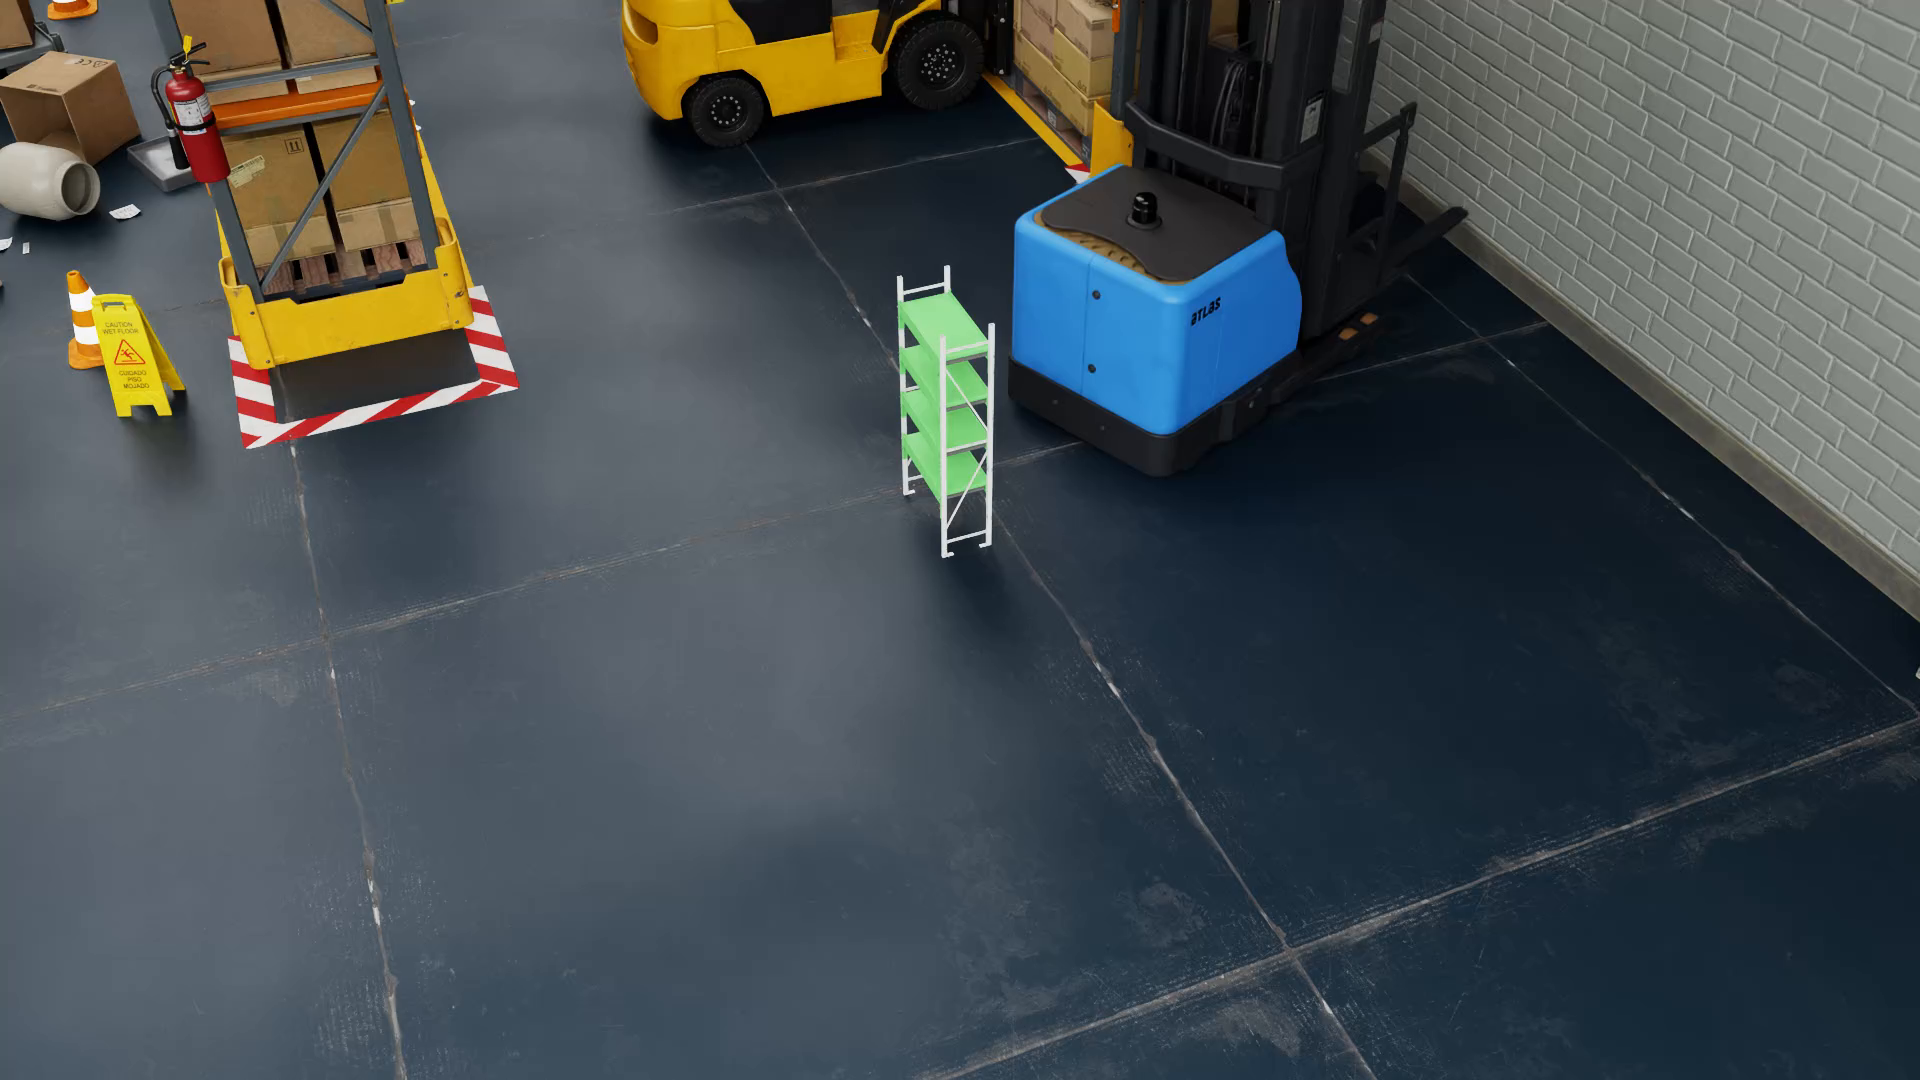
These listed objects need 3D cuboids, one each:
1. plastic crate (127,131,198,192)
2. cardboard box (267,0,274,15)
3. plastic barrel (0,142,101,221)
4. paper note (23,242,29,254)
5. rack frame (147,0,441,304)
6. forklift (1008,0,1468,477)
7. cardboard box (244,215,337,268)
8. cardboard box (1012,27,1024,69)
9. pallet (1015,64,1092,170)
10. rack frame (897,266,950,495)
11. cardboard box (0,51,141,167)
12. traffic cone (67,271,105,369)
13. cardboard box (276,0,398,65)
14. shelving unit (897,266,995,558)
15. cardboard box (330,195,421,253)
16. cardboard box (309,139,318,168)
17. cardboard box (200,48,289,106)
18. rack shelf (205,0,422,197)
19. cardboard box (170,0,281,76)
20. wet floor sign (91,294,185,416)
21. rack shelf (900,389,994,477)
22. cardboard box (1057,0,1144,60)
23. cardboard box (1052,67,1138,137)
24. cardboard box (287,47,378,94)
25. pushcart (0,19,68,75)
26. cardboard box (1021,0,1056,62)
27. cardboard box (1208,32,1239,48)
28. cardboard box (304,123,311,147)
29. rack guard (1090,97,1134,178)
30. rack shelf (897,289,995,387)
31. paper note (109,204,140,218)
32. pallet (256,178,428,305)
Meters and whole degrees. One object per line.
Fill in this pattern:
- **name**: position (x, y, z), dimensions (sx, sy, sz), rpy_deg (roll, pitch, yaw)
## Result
- **plastic crate**: position (-4.892, -2.372, 10.365), dimensions (0.402, 0.080, 0.583), rpy_deg (-31, 49, -31)
- **cardboard box**: position (-3.917, -2.918, 8.954), dimensions (0.380, 0.149, 0.250), rpy_deg (-15, 43, -16)
- **plastic barrel**: position (-5.393, -2.109, 9.797), dimensions (0.512, 0.421, 0.421), rpy_deg (12, 42, 13)
- **paper note**: position (-5.407, -1.691, 9.627), dimensions (0.032, 0.001, 0.123), rpy_deg (-15, 43, -17)
- **rack frame**: position (-3.204, -2.220, 7.949), dimensions (1.000, 3.000, 0.127), rpy_deg (-15, 43, -17)
- **forklift**: position (1.626, -2.274, 8.066), dimensions (1.130, 2.935, 3.031), rpy_deg (32, 50, 32)
- **cardboard box**: position (-3.771, -1.771, 9.214), dimensions (0.500, 0.250, 0.500), rpy_deg (-15, 43, -17)
- **cardboard box**: position (0.544, -3.387, 11.093), dimensions (0.500, 0.250, 0.500), rpy_deg (-15, 43, -16)
- **pallet**: position (1.049, -2.853, 10.824), dimensions (1.003, 0.211, 1.213), rpy_deg (-15, 43, -17)
- **rack frame**: position (-0.157, -0.702, 7.564), dimensions (0.240, 1.200, 0.015), rpy_deg (-15, 43, -17)
- **cardboard box**: position (-5.582, -2.697, 10.420), dimensions (0.500, 0.500, 0.500), rpy_deg (12, 42, 13)
- **traffic cone**: position (-4.561, -1.195, 8.703), dimensions (0.336, 0.463, 0.334), rpy_deg (-15, 43, -17)
- **cardboard box**: position (-3.129, -2.725, 8.232), dimensions (0.500, 0.500, 0.500), rpy_deg (-16, 43, -18)
- **shelving unit**: position (-0.063, -0.555, 7.393), dimensions (0.258, 1.200, 0.503), rpy_deg (-15, 43, -17)
- **cardboard box**: position (-3.257, -1.891, 9.354), dimensions (0.500, 0.250, 0.500), rpy_deg (-15, 43, -17)
- **cardboard box**: position (-4.158, -2.384, 9.927), dimensions (0.500, 0.250, 0.500), rpy_deg (-17, 43, -18)
- **cardboard box**: position (-3.545, -2.296, 8.231), dimensions (0.380, 0.149, 0.250), rpy_deg (-14, 43, -15)
- **rack shelf**: position (-3.970, -3.152, 9.585), dimensions (1.077, 0.370, 4.000), rpy_deg (-15, 43, -17)
- **cardboard box**: position (-3.667, -2.628, 8.120), dimensions (0.500, 0.500, 0.500), rpy_deg (-16, 43, -18)
- **wet floor sign**: position (-4.120, -0.946, 8.273), dimensions (0.267, 0.644, 0.232), rpy_deg (-2, 41, -2)
- **rack shelf**: position (-0.063, -0.506, 7.435), dimensions (0.258, 0.148, 0.480), rpy_deg (-15, 43, -17)
- **cardboard box**: position (0.916, -3.156, 10.057), dimensions (0.500, 0.250, 0.500), rpy_deg (-14, 43, -15)
- **cardboard box**: position (0.909, -2.781, 10.389), dimensions (0.500, 0.250, 0.500), rpy_deg (-15, 43, -17)
- **cardboard box**: position (-3.143, -2.381, 8.329), dimensions (0.380, 0.149, 0.250), rpy_deg (-15, 43, -17)
- **pushcart**: position (-6.822, -3.036, 10.910), dimensions (1.648, 0.377, 0.936), rpy_deg (-31, 49, -31)
- **cardboard box**: position (0.723, -3.286, 10.593), dimensions (0.500, 0.250, 0.500), rpy_deg (-16, 43, -17)
- **cardboard box**: position (1.392, -3.101, 10.378), dimensions (0.500, 0.250, 0.500), rpy_deg (-14, 43, -16)
- **cardboard box**: position (-3.955, -2.352, 9.314), dimensions (0.500, 0.500, 0.500), rpy_deg (-14, 43, -15)
- **rack guard**: position (1.389, -2.498, 10.190), dimensions (1.175, 0.500, 0.348), rpy_deg (-15, 43, -17)
- **rack shelf**: position (-0.063, -0.870, 7.122), dimensions (0.258, 0.148, 0.480), rpy_deg (-15, 43, -17)
- **paper note**: position (-4.984, -1.962, 9.926), dimensions (0.142, 0.019, 0.148), rpy_deg (-31, 49, -31)
- **pallet**: position (-3.512, -1.706, 9.491), dimensions (1.003, 0.211, 1.213), rpy_deg (-15, 43, -17)
